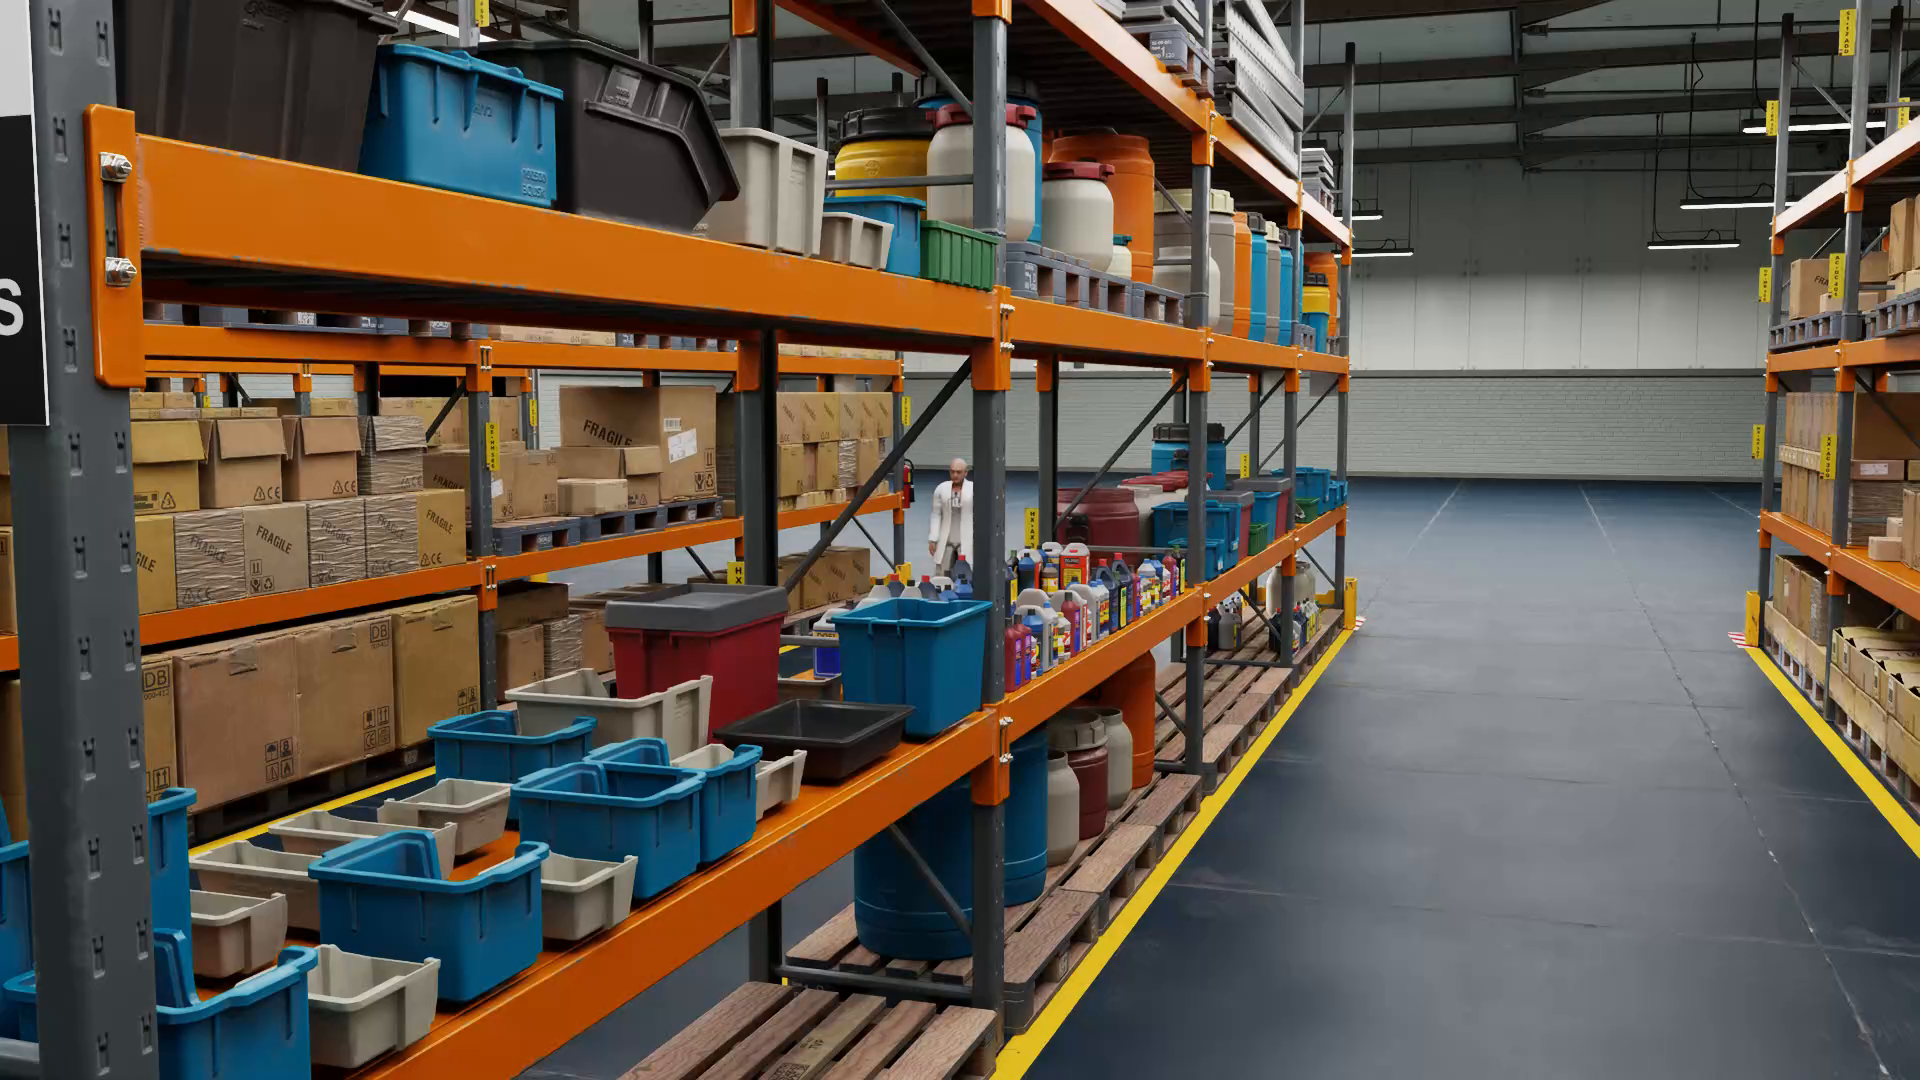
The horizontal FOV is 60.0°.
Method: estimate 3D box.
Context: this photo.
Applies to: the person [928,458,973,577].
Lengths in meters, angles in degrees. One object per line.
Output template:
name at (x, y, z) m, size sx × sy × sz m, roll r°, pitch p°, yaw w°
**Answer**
person at (-0.027, 0.040, 17.212) m, size 0.642 × 1.772 × 0.428 m, roll 1°, pitch 5°, yaw 16°
